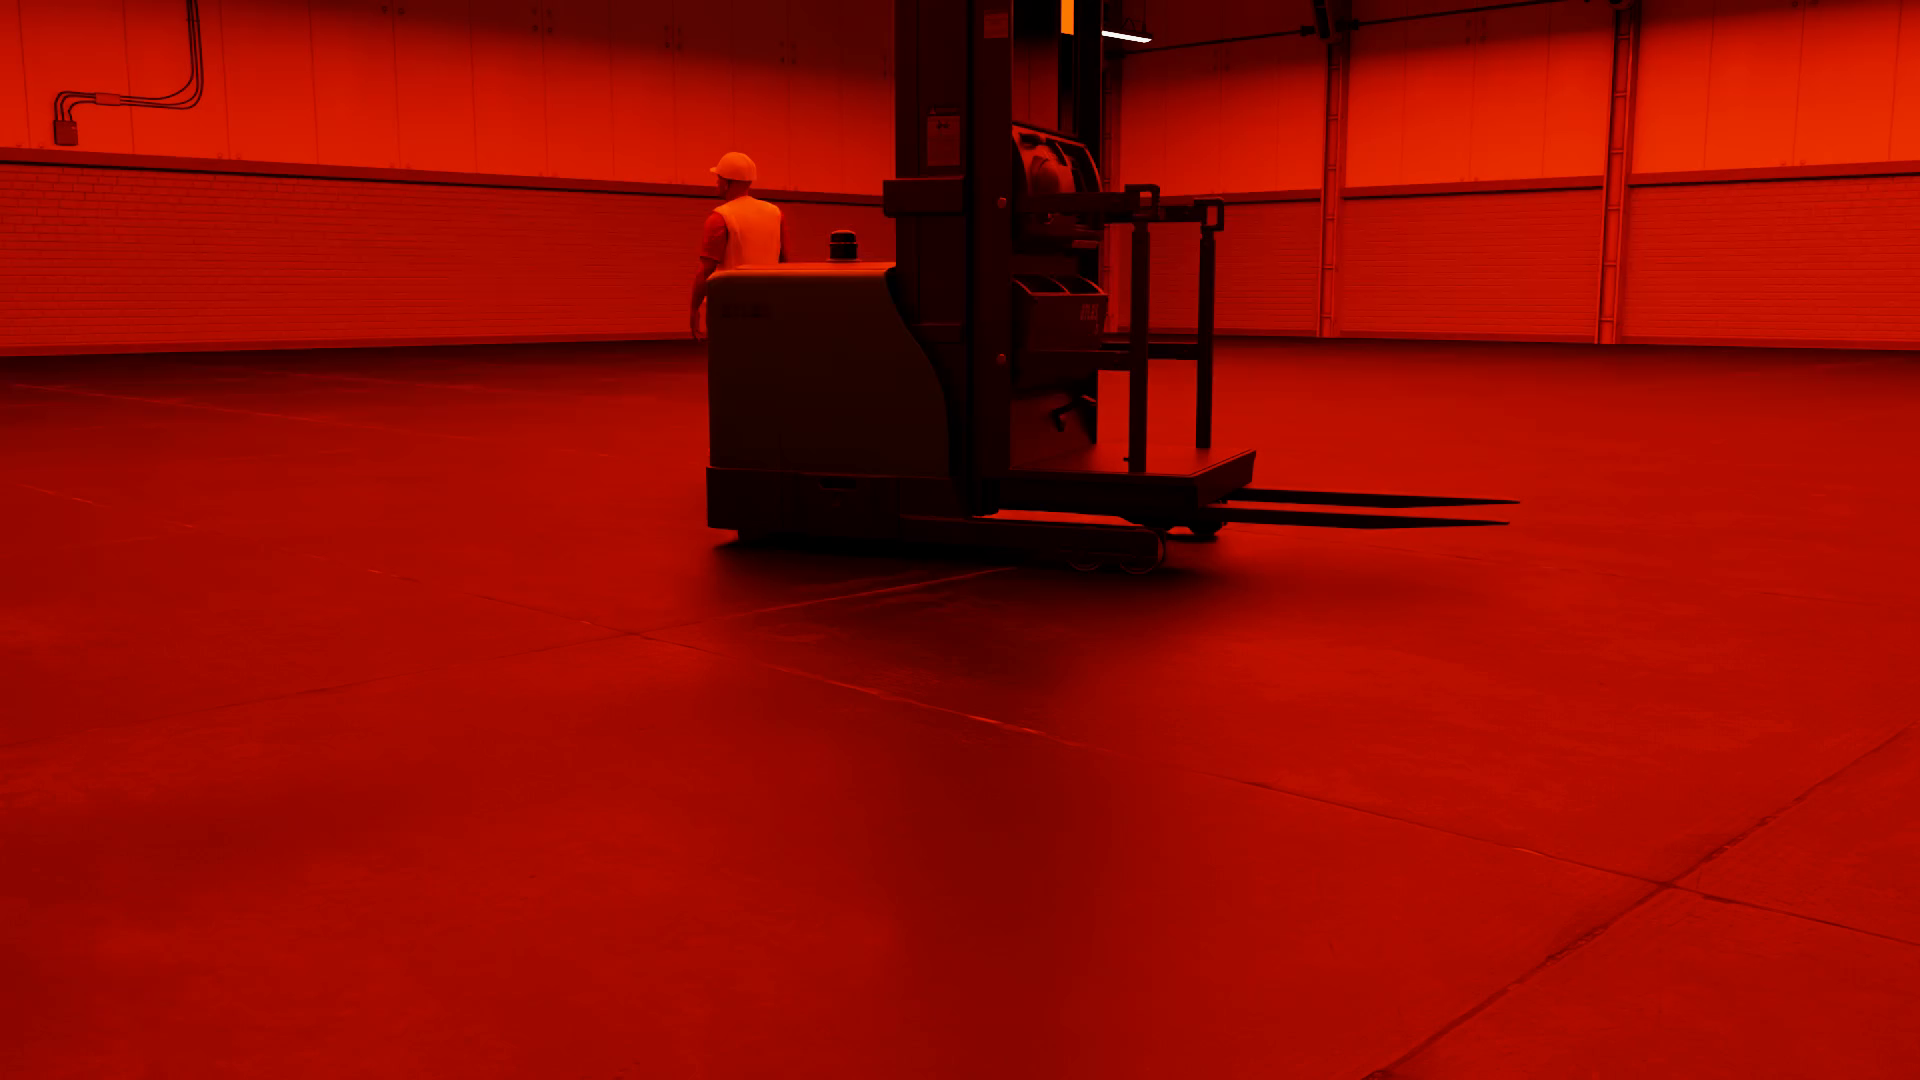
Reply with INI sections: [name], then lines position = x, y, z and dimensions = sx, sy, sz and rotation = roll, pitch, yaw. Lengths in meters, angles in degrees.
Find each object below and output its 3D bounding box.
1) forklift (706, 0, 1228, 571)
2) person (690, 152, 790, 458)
[forklift]
position = 0.058, -1.402, 6.483
dimensions = 1.939, 2.843, 1.129
rotation = 3, 9, 22
[person]
position = -1.328, -1.344, 9.665
dimensions = 0.577, 1.765, 0.666
rotation = 8, 12, 44
